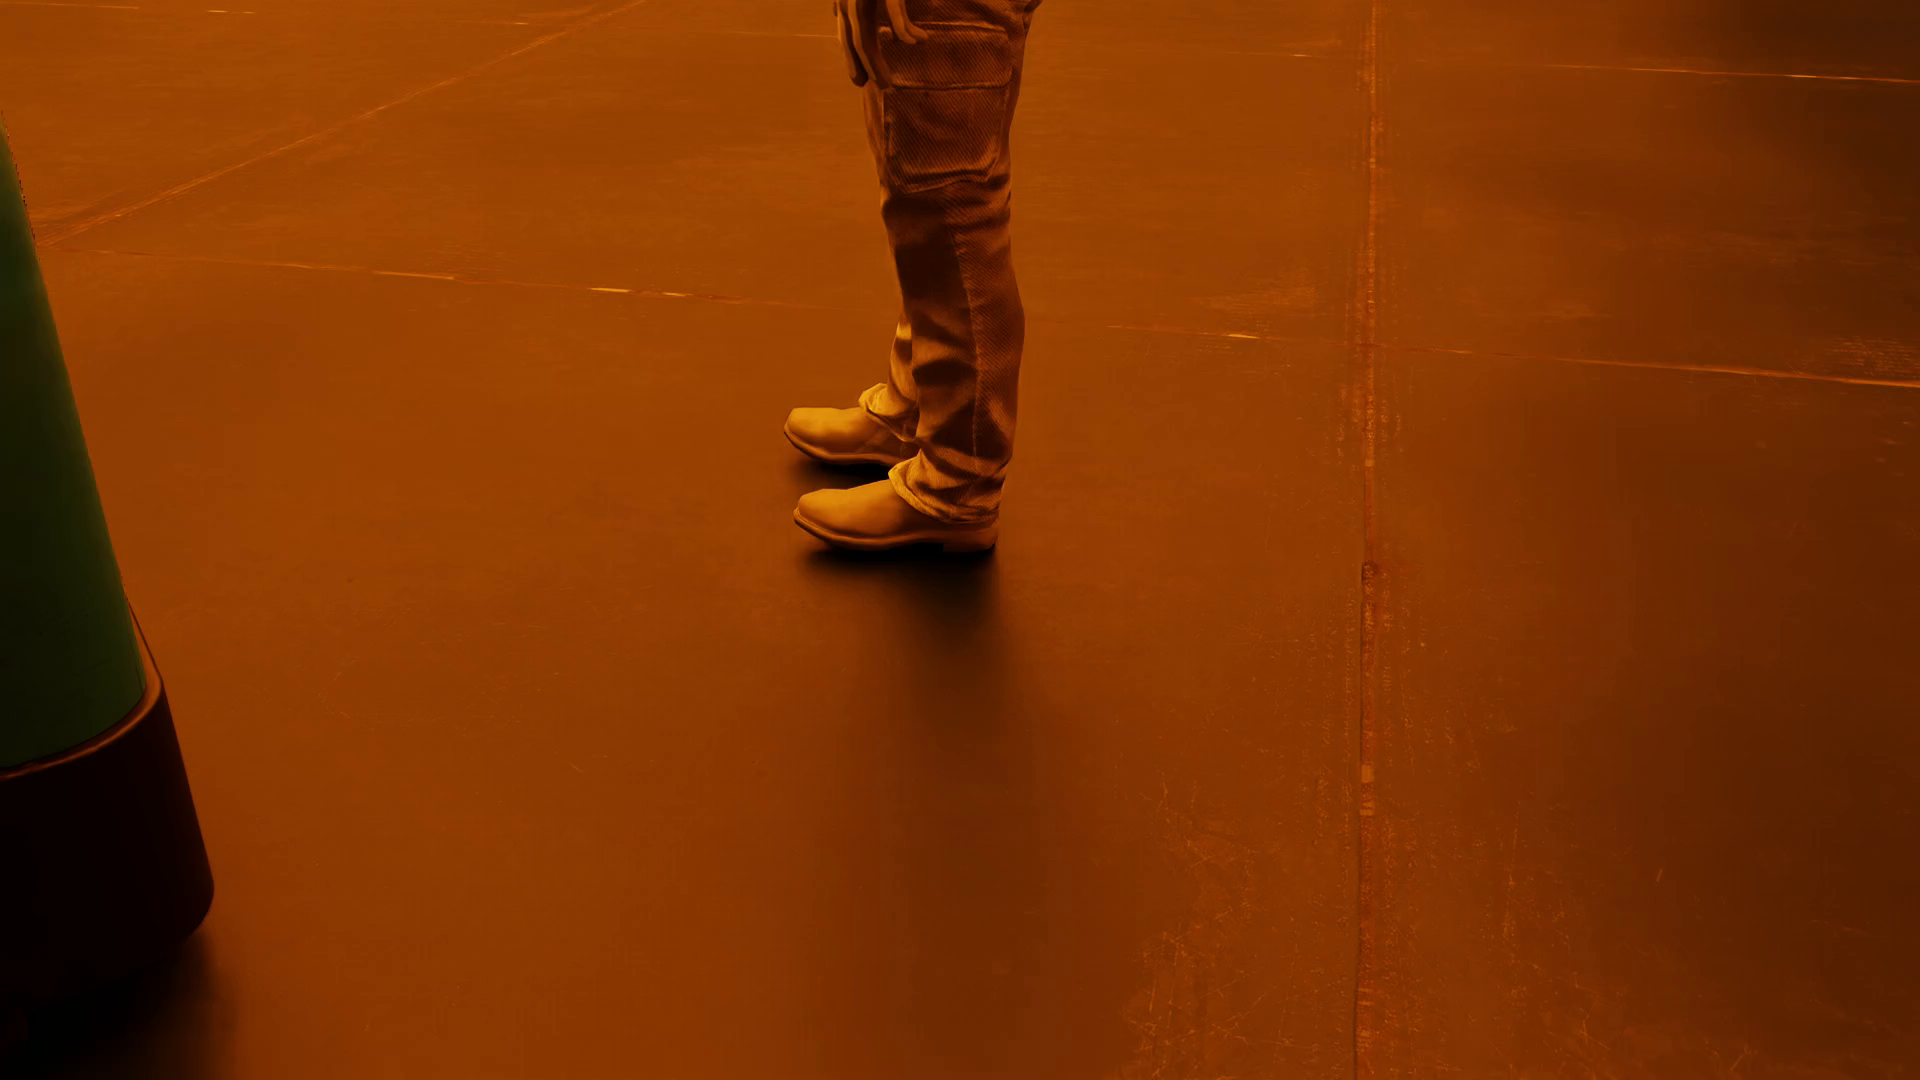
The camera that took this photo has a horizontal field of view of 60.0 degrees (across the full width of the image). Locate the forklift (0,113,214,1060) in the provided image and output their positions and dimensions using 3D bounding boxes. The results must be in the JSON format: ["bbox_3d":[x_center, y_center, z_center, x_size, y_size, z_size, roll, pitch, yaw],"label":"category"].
[{"bbox_3d":[-2.245,-0.687,0.608,3.031,2.935,1.130,-16,31,-29],"label":"forklift"}]

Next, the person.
[{"bbox_3d":[-0.068,-0.813,2.116,0.577,1.781,0.656,6,27,11],"label":"person"}]
